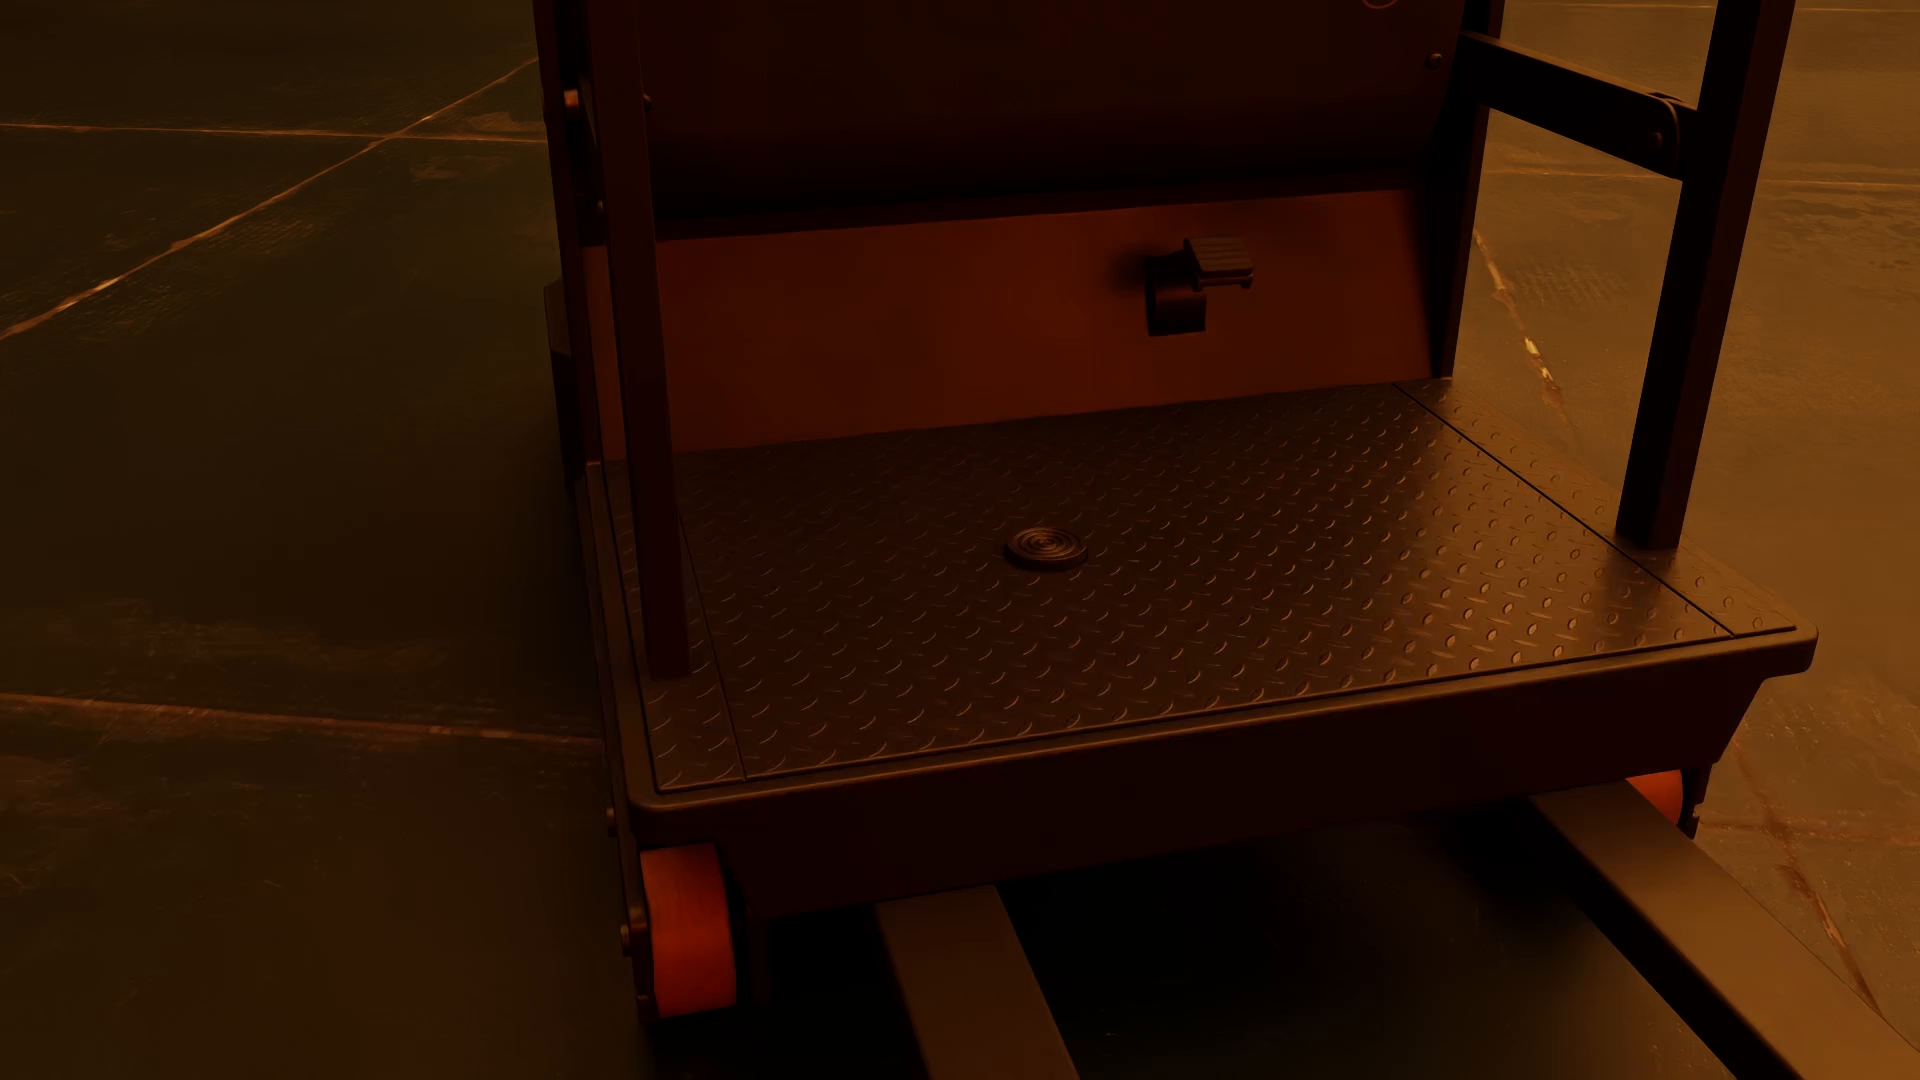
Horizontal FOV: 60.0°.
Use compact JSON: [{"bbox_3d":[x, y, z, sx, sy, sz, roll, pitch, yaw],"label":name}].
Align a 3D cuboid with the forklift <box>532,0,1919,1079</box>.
[{"bbox_3d":[0.153,-1.049,1.319,1.130,2.935,3.031,-7,27,-13],"label":"forklift"}]
